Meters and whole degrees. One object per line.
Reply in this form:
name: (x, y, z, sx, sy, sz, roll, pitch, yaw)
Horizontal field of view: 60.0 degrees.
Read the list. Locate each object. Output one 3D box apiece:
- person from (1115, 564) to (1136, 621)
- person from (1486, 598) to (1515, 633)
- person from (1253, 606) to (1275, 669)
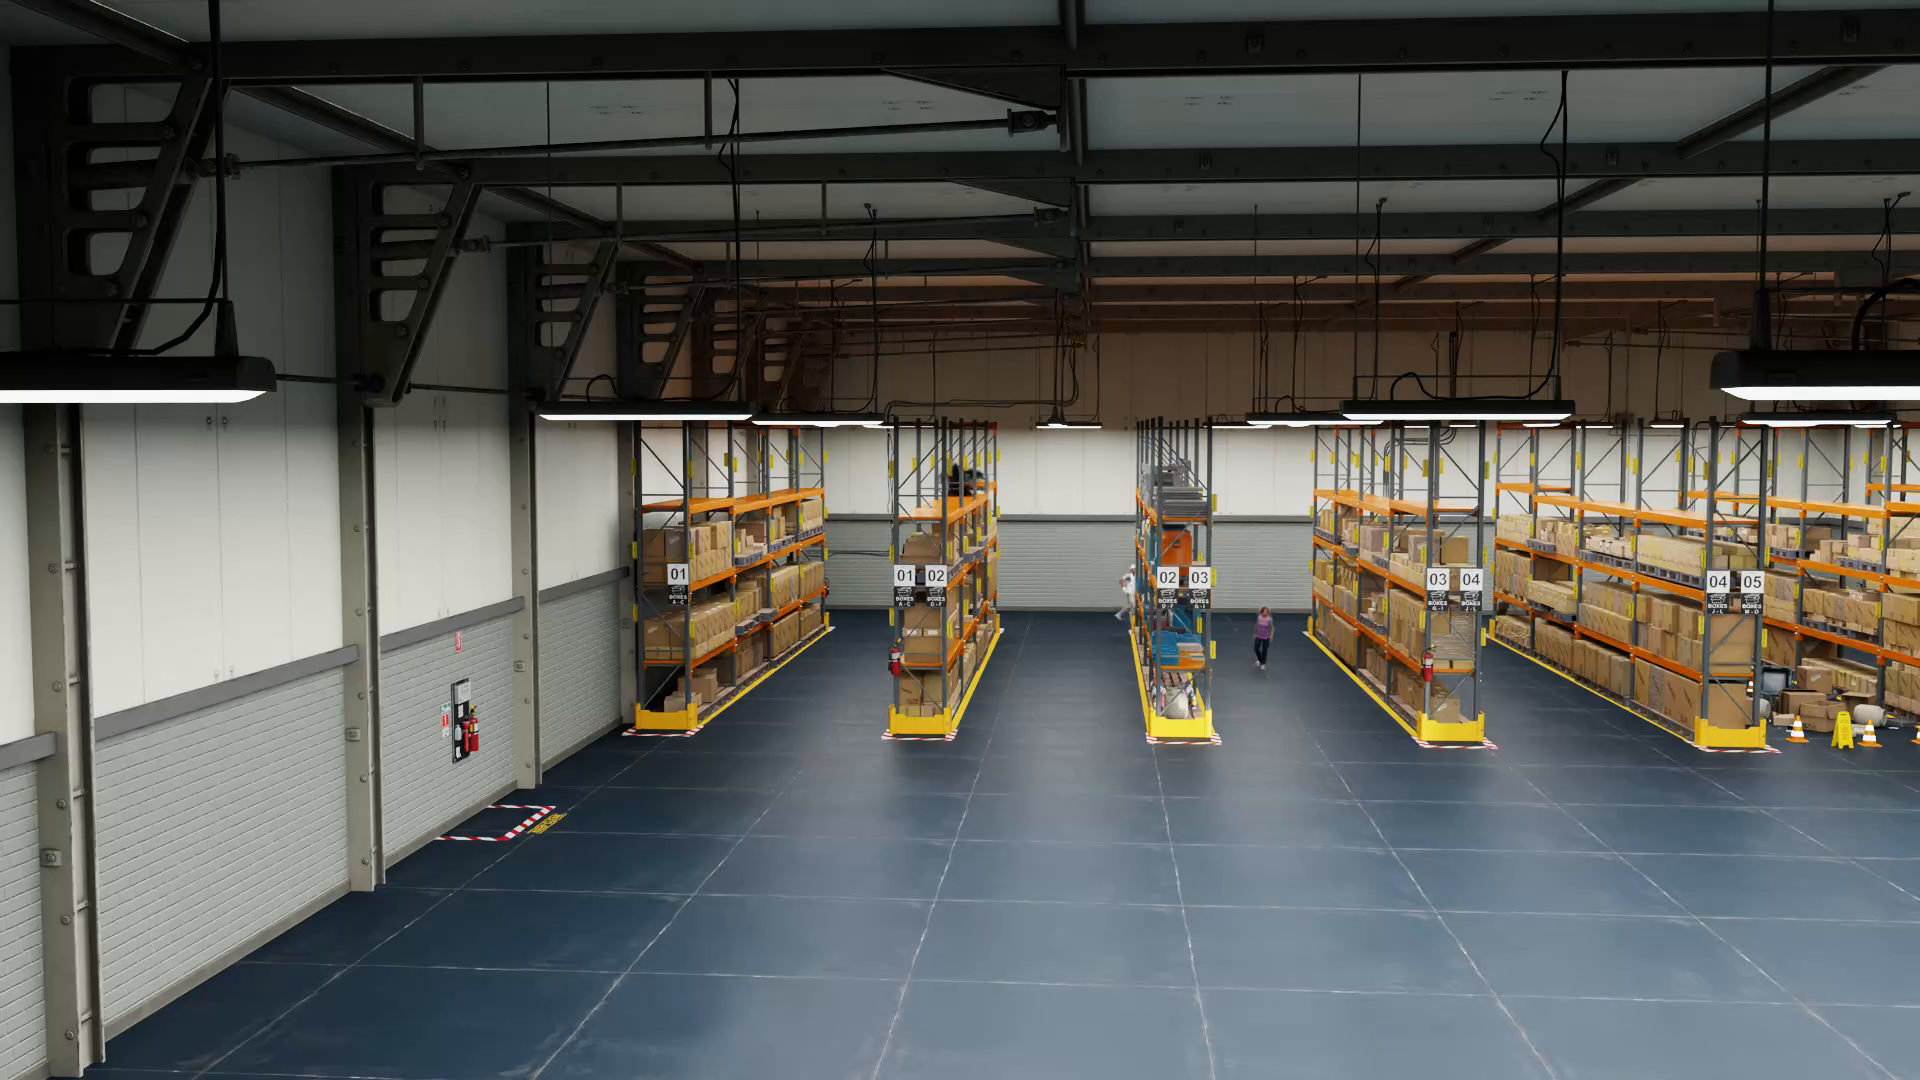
person: (5.096, 1.596, 49.533, 0.962, 1.734, 0.728, 3, 5, 37)
person: (15.472, 1.782, 47.190, 1.010, 1.773, 0.768, 0, 4, 2)
person: (7.269, 2.355, 39.866, 0.560, 1.533, 0.593, 1, 4, 20)
